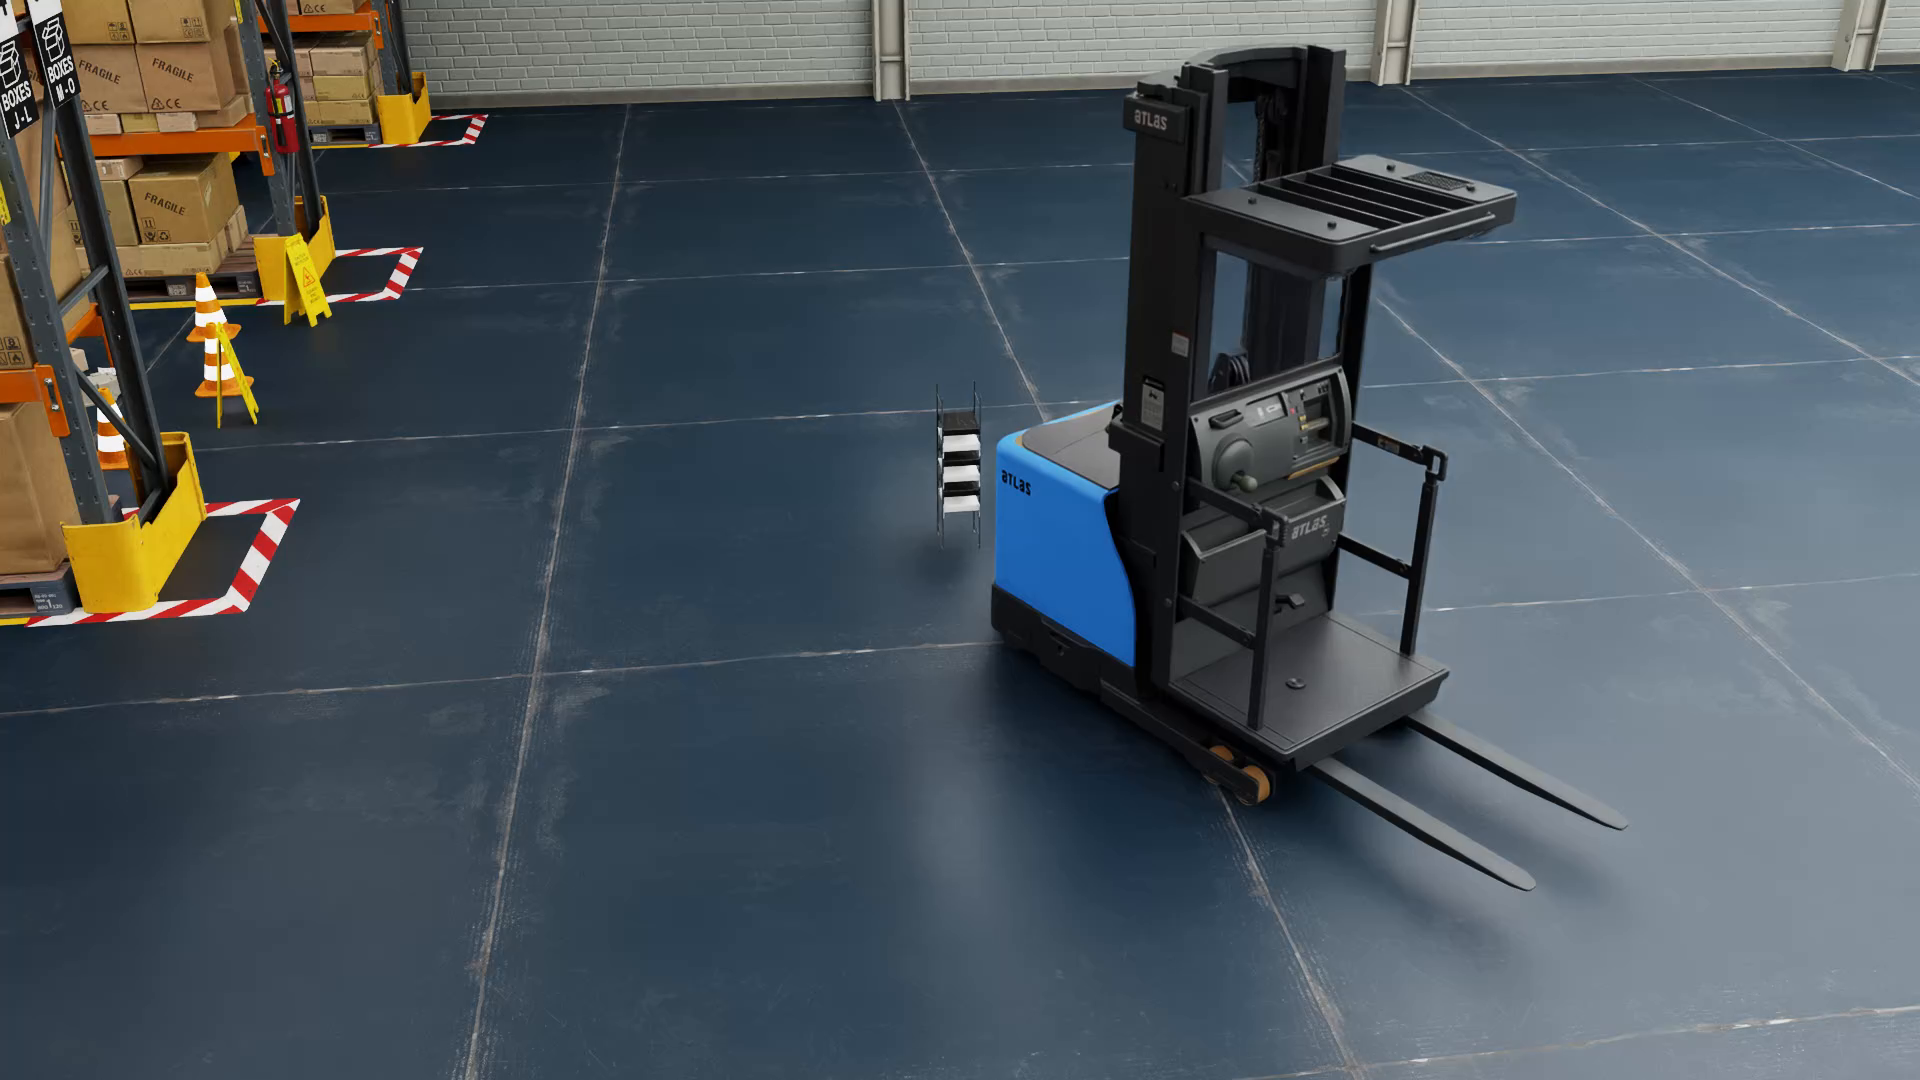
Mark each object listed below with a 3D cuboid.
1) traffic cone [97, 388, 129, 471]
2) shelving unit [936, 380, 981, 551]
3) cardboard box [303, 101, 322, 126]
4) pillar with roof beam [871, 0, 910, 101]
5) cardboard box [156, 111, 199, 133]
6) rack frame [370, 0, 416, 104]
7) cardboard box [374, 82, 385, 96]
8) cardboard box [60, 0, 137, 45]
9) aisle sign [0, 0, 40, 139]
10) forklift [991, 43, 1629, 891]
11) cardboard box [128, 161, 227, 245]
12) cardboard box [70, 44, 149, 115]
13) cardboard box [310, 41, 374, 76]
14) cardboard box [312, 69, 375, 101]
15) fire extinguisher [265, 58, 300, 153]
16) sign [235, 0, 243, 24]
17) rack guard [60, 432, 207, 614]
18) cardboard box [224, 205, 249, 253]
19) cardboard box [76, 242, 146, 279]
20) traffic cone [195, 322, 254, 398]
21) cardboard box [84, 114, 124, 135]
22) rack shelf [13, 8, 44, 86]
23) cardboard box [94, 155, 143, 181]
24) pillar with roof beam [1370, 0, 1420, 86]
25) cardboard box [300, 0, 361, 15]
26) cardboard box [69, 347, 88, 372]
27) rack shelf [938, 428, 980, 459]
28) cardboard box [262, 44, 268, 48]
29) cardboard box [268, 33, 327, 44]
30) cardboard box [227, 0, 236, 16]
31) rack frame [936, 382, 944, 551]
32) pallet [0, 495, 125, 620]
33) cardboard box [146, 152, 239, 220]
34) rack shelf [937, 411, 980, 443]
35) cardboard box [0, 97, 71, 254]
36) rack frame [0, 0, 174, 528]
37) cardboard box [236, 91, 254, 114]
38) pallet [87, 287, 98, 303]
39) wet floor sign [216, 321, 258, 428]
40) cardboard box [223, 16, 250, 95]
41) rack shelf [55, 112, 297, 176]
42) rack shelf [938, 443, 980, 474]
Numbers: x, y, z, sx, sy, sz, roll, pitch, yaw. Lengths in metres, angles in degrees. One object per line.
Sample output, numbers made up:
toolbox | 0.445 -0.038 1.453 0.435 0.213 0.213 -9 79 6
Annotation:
traffic cone | -5.156 -0.704 10.114 0.334 0.463 0.336 -4 27 -7
shelving unit | -0.008 -0.400 9.044 0.210 0.900 0.258 -4 27 -7
cardboard box | -6.832 -4.462 17.213 0.500 0.250 0.500 -4 27 -7
pillar with roof beam | -0.191 -7.167 13.360 0.400 9.000 9.100 -4 27 -7
cardboard box | -5.798 -3.157 12.392 0.250 0.149 0.380 -4 27 -8
rack frame | -5.917 -5.699 17.071 0.127 3.000 1.000 -4 27 -7
cardboard box | -6.431 -4.720 17.714 0.500 0.250 0.500 -4 27 -7
cardboard box | -6.199 -3.917 12.068 0.500 0.500 0.700 -3 27 -7
aisle sign | -4.320 -2.250 7.501 0.004 0.787 0.394 -4 27 -7
forklift | 1.455 -0.434 6.886 1.130 2.935 3.031 -20 33 -33
cardboard box | -5.979 -2.584 12.730 0.500 0.500 0.500 -4 27 -7
cardboard box | -6.217 -3.443 12.240 0.500 0.500 0.500 -4 27 -7
cardboard box | -6.330 -4.937 17.043 0.500 0.250 0.500 -3 27 -5
cardboard box | -6.356 -4.713 17.153 0.500 0.250 0.500 -4 27 -8
fire extinguisher | -5.044 -3.220 12.324 0.183 0.674 0.296 -4 27 -7
sign | -5.164 -3.859 11.871 0.005 0.325 0.100 -4 27 -7
rack guard | -4.408 -0.113 8.923 0.348 0.500 1.175 -4 27 -7
cardboard box | -6.059 -2.493 13.374 0.500 0.250 0.500 -4 27 -8
cardboard box | -6.499 -2.216 12.836 0.500 0.250 0.500 -4 27 -7
traffic cone | -4.977 -1.236 11.152 0.334 0.463 0.336 -4 27 -7
cardboard box | -6.305 -3.120 12.320 0.250 0.149 0.380 -3 27 -6
rack shelf | -6.413 -2.111 7.581 4.000 0.370 1.077 -4 27 -7
cardboard box | -6.333 -2.819 12.477 0.250 0.149 0.380 -3 27 -6
pillar with roof beam | 5.751 -7.548 14.104 0.400 9.000 9.100 -4 27 -7
cardboard box | -6.368 -5.594 16.756 0.500 0.500 0.500 -4 27 -8
cardboard box | -6.238 -1.190 11.407 0.250 0.149 0.380 10 29 19
rack shelf | -0.008 -0.530 8.977 0.200 0.077 0.258 -4 27 -7
cardboard box | -7.333 -4.865 16.903 0.500 0.250 0.500 -3 27 -6
cardboard box | -6.914 -5.129 17.417 0.500 0.250 0.500 -4 27 -7
cardboard box | -7.390 -5.532 16.636 0.500 0.500 0.500 -4 27 -8
rack frame | -0.109 -0.393 9.031 0.006 0.900 0.240 -4 27 -7
pallet | -5.213 0.103 8.818 1.213 0.211 1.003 -4 27 -7
cardboard box | -6.083 -2.824 13.199 0.500 0.500 0.500 -5 28 -9
rack shelf | -0.008 -0.610 8.936 0.200 0.077 0.258 -4 27 -7
cardboard box | -4.805 -1.765 8.057 0.550 0.550 0.875 -4 27 -7
rack frame | -4.432 -1.224 8.350 0.127 3.000 1.000 -4 27 -7
cardboard box | -5.587 -3.416 12.896 0.250 0.149 0.380 -4 27 -7
pallet | -7.312 -2.098 13.108 1.213 0.211 1.003 -4 27 -7
wet floor sign | -4.679 -1.074 10.635 0.232 0.644 0.267 -8 28 -16
cardboard box | -5.730 -3.727 12.793 0.500 0.500 0.500 -4 27 -8
rack shelf | -7.202 -3.008 12.615 4.000 0.370 1.077 -4 27 -7
rack shelf | -0.008 -0.450 9.018 0.200 0.077 0.258 -4 27 -7
